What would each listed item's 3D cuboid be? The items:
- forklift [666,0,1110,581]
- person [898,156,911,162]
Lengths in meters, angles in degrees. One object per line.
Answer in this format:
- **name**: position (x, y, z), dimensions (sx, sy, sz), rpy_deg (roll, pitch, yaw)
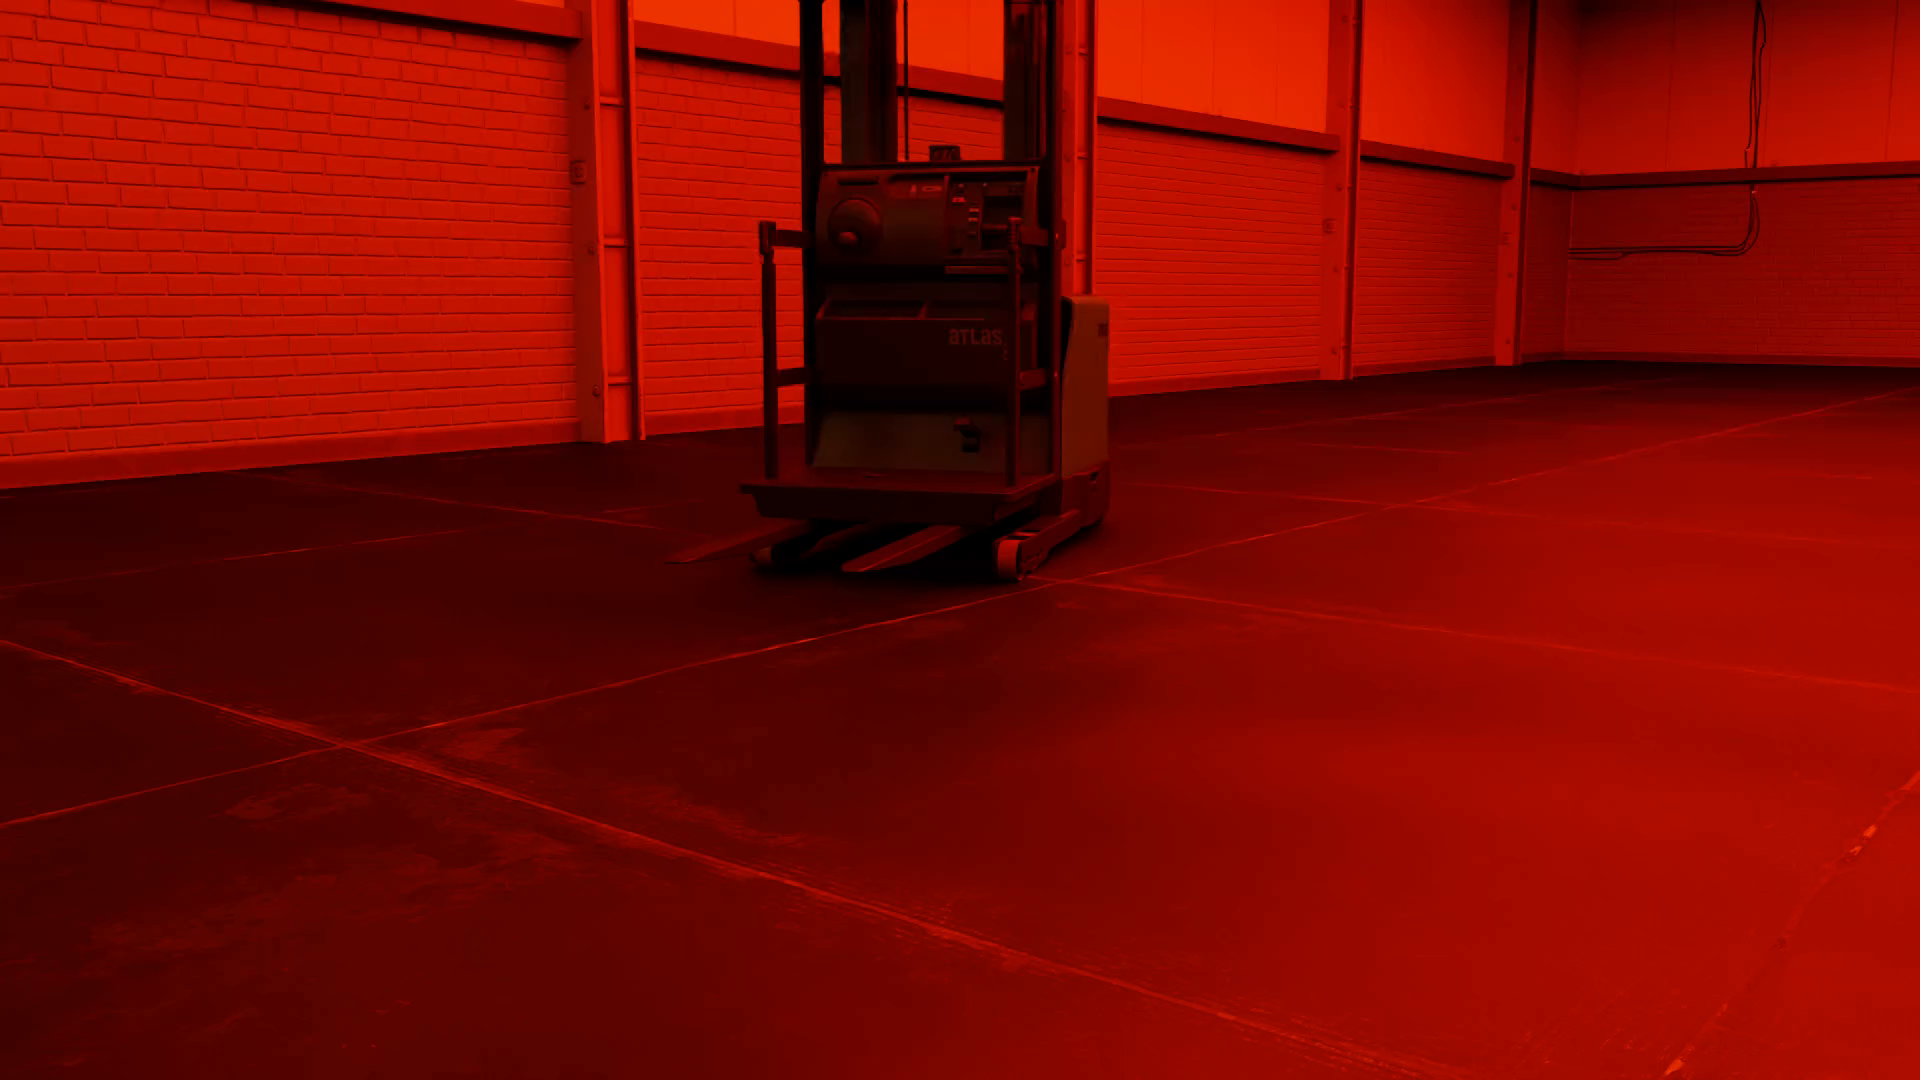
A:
- **forklift**: position (-0.198, -1.355, 6.545), dimensions (1.130, 2.935, 3.031), rpy_deg (3, 9, 17)
- **person**: position (-0.372, -1.086, 8.626), dimensions (0.640, 1.780, 0.575), rpy_deg (-1, 8, -7)
